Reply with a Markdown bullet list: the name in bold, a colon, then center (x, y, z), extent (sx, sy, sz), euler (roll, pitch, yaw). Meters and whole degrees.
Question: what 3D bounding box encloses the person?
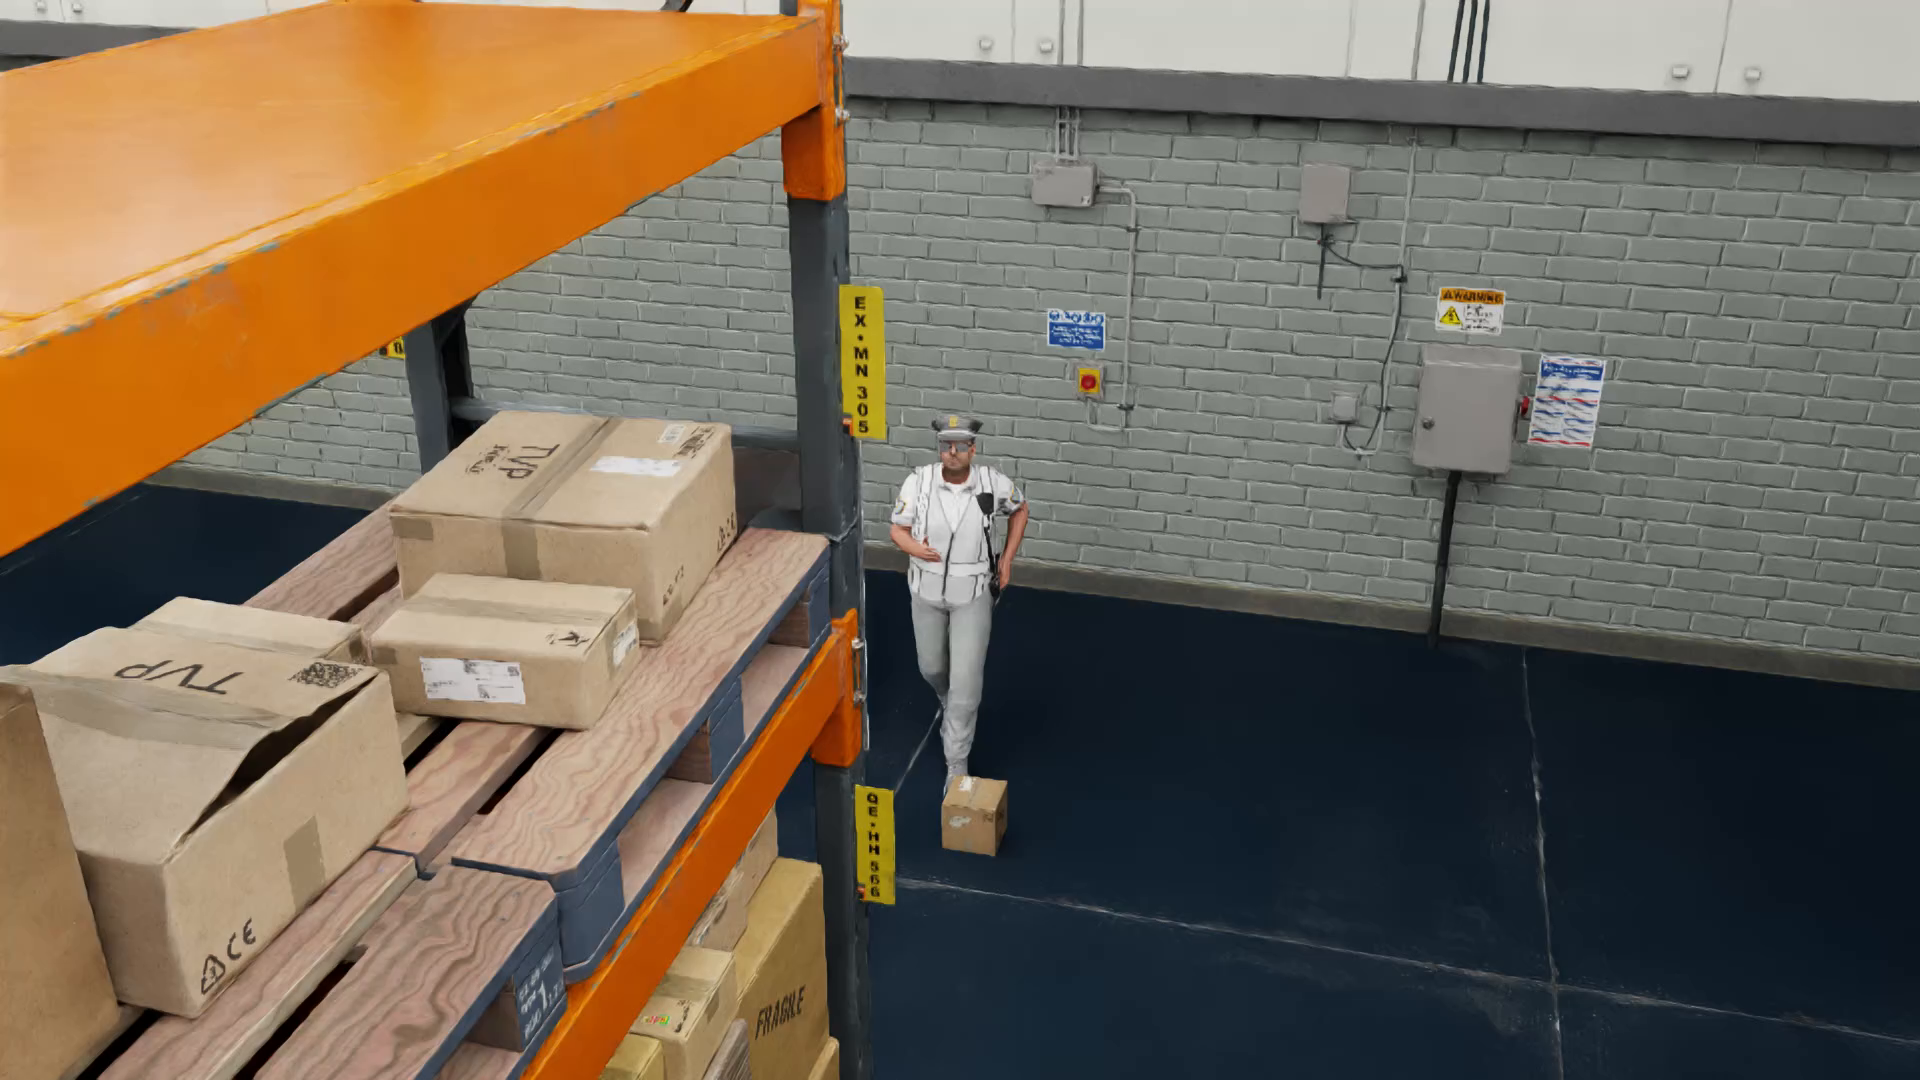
- **person**: center (-0.054, 0.276, 8.000), extent (0.621, 1.771, 0.858), euler (6, 26, 12)
